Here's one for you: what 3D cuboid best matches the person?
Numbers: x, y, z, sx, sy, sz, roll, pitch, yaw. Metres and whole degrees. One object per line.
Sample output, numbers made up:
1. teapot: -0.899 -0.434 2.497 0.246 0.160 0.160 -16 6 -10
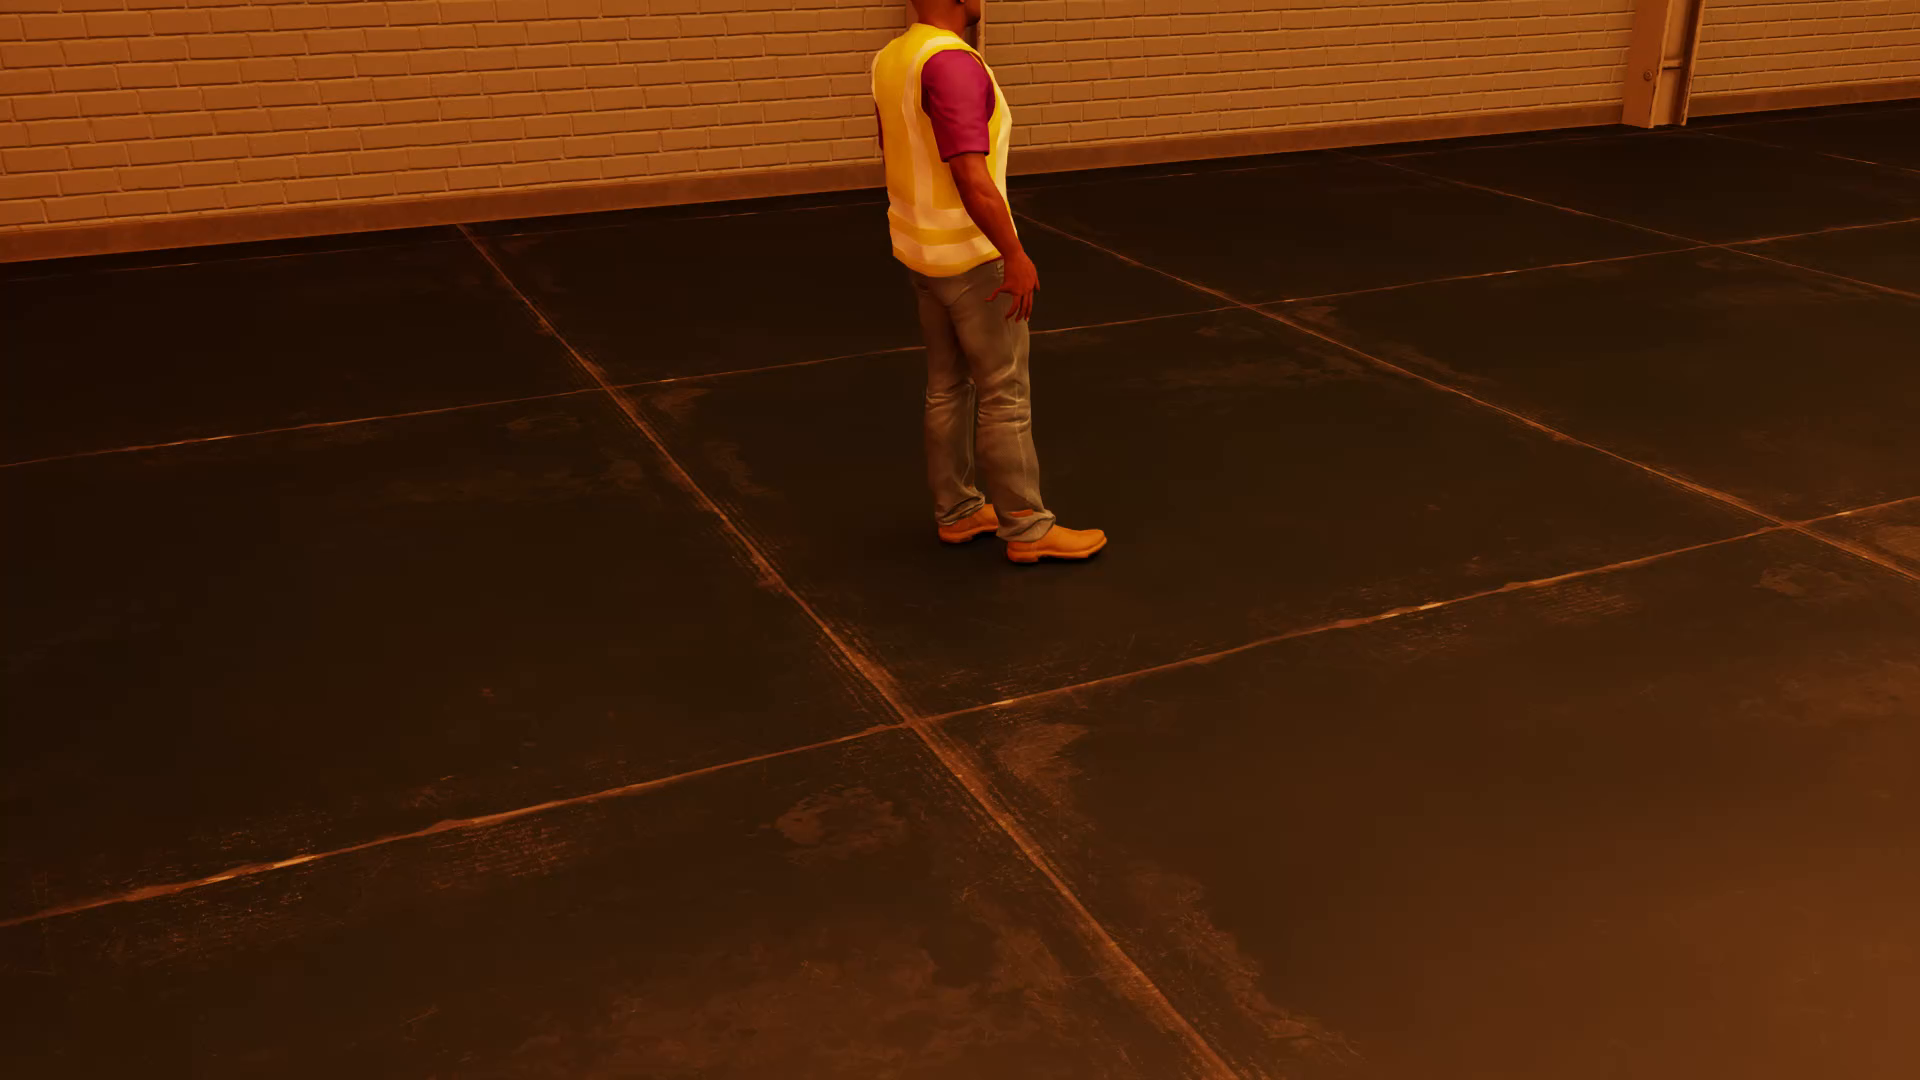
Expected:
1. person: 0.066 -0.832 4.788 0.575 1.768 0.665 -10 25 -23
